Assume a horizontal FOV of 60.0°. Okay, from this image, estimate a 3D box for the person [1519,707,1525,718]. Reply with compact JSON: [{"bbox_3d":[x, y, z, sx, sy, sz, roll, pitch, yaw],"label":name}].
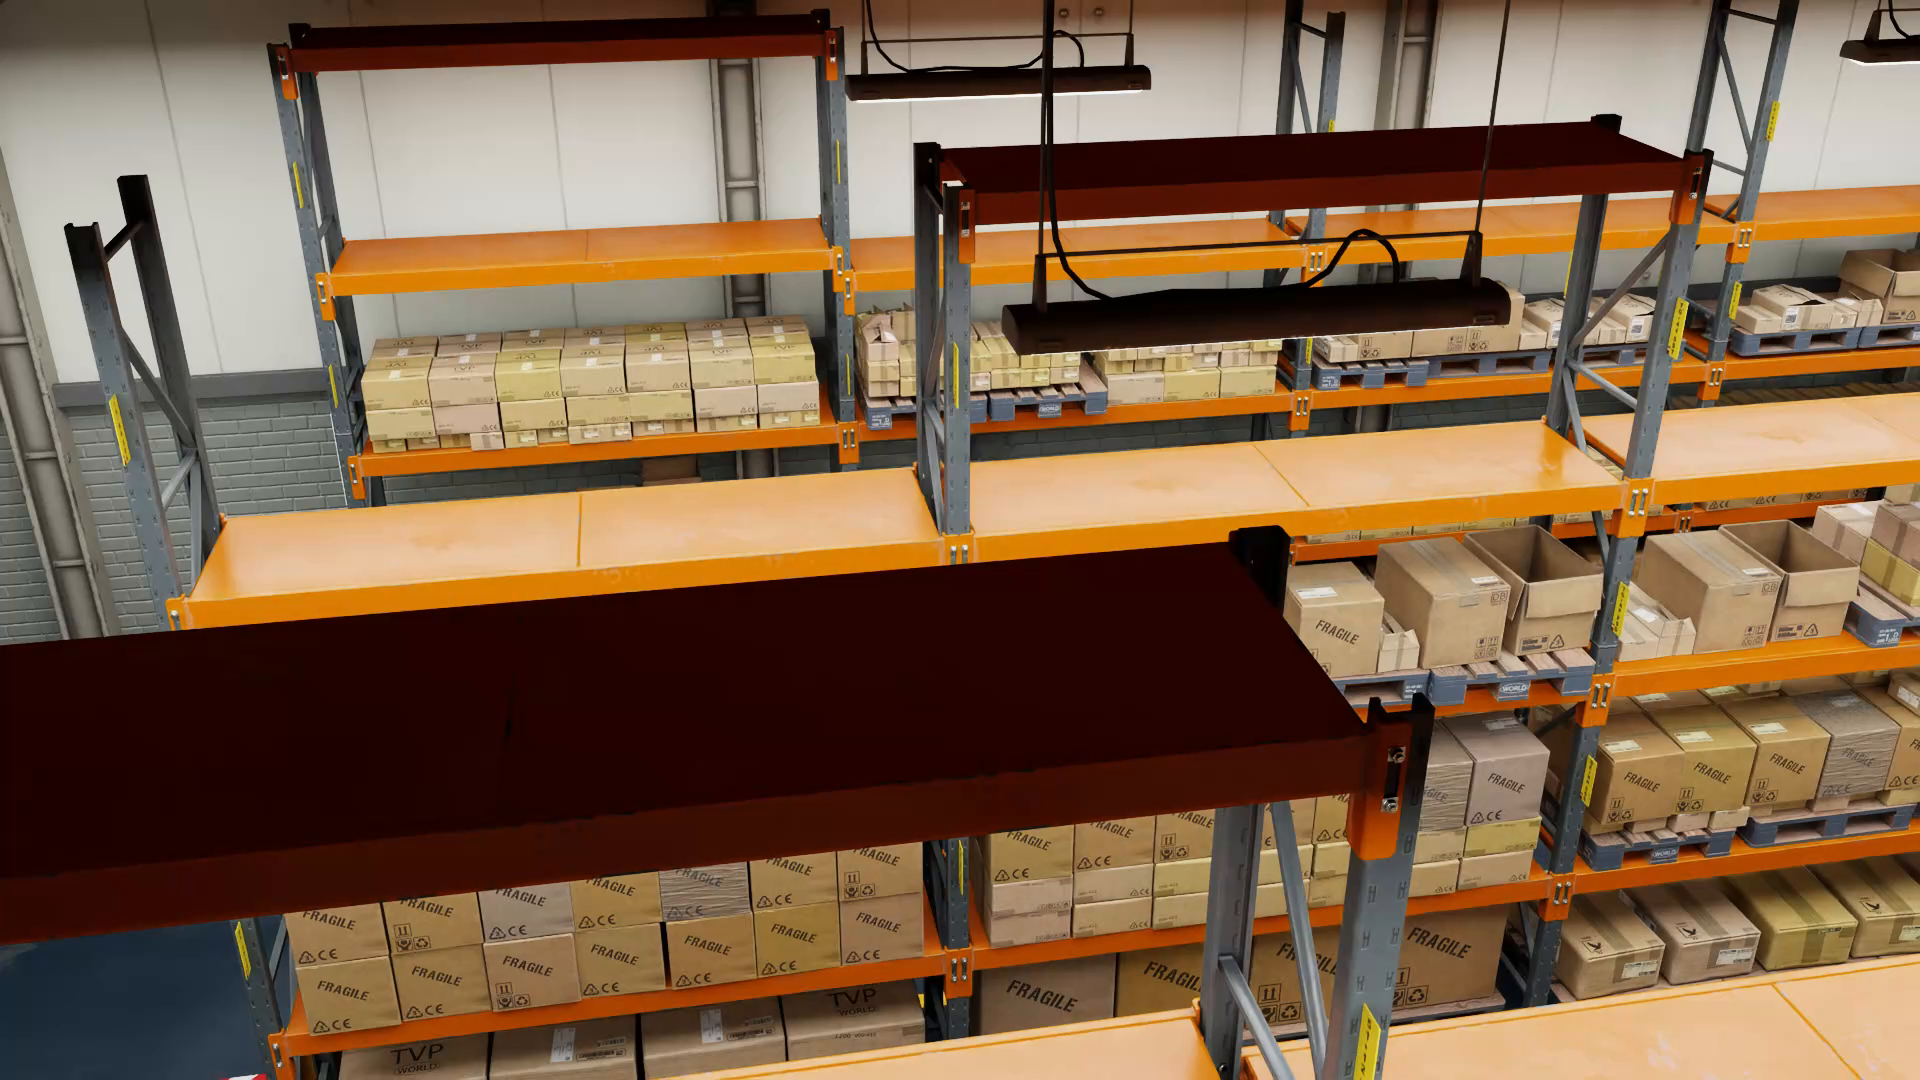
[{"bbox_3d":[5.177,0.939,14.529,0.841,1.564,0.413,-10,27,-19],"label":"person"}]
